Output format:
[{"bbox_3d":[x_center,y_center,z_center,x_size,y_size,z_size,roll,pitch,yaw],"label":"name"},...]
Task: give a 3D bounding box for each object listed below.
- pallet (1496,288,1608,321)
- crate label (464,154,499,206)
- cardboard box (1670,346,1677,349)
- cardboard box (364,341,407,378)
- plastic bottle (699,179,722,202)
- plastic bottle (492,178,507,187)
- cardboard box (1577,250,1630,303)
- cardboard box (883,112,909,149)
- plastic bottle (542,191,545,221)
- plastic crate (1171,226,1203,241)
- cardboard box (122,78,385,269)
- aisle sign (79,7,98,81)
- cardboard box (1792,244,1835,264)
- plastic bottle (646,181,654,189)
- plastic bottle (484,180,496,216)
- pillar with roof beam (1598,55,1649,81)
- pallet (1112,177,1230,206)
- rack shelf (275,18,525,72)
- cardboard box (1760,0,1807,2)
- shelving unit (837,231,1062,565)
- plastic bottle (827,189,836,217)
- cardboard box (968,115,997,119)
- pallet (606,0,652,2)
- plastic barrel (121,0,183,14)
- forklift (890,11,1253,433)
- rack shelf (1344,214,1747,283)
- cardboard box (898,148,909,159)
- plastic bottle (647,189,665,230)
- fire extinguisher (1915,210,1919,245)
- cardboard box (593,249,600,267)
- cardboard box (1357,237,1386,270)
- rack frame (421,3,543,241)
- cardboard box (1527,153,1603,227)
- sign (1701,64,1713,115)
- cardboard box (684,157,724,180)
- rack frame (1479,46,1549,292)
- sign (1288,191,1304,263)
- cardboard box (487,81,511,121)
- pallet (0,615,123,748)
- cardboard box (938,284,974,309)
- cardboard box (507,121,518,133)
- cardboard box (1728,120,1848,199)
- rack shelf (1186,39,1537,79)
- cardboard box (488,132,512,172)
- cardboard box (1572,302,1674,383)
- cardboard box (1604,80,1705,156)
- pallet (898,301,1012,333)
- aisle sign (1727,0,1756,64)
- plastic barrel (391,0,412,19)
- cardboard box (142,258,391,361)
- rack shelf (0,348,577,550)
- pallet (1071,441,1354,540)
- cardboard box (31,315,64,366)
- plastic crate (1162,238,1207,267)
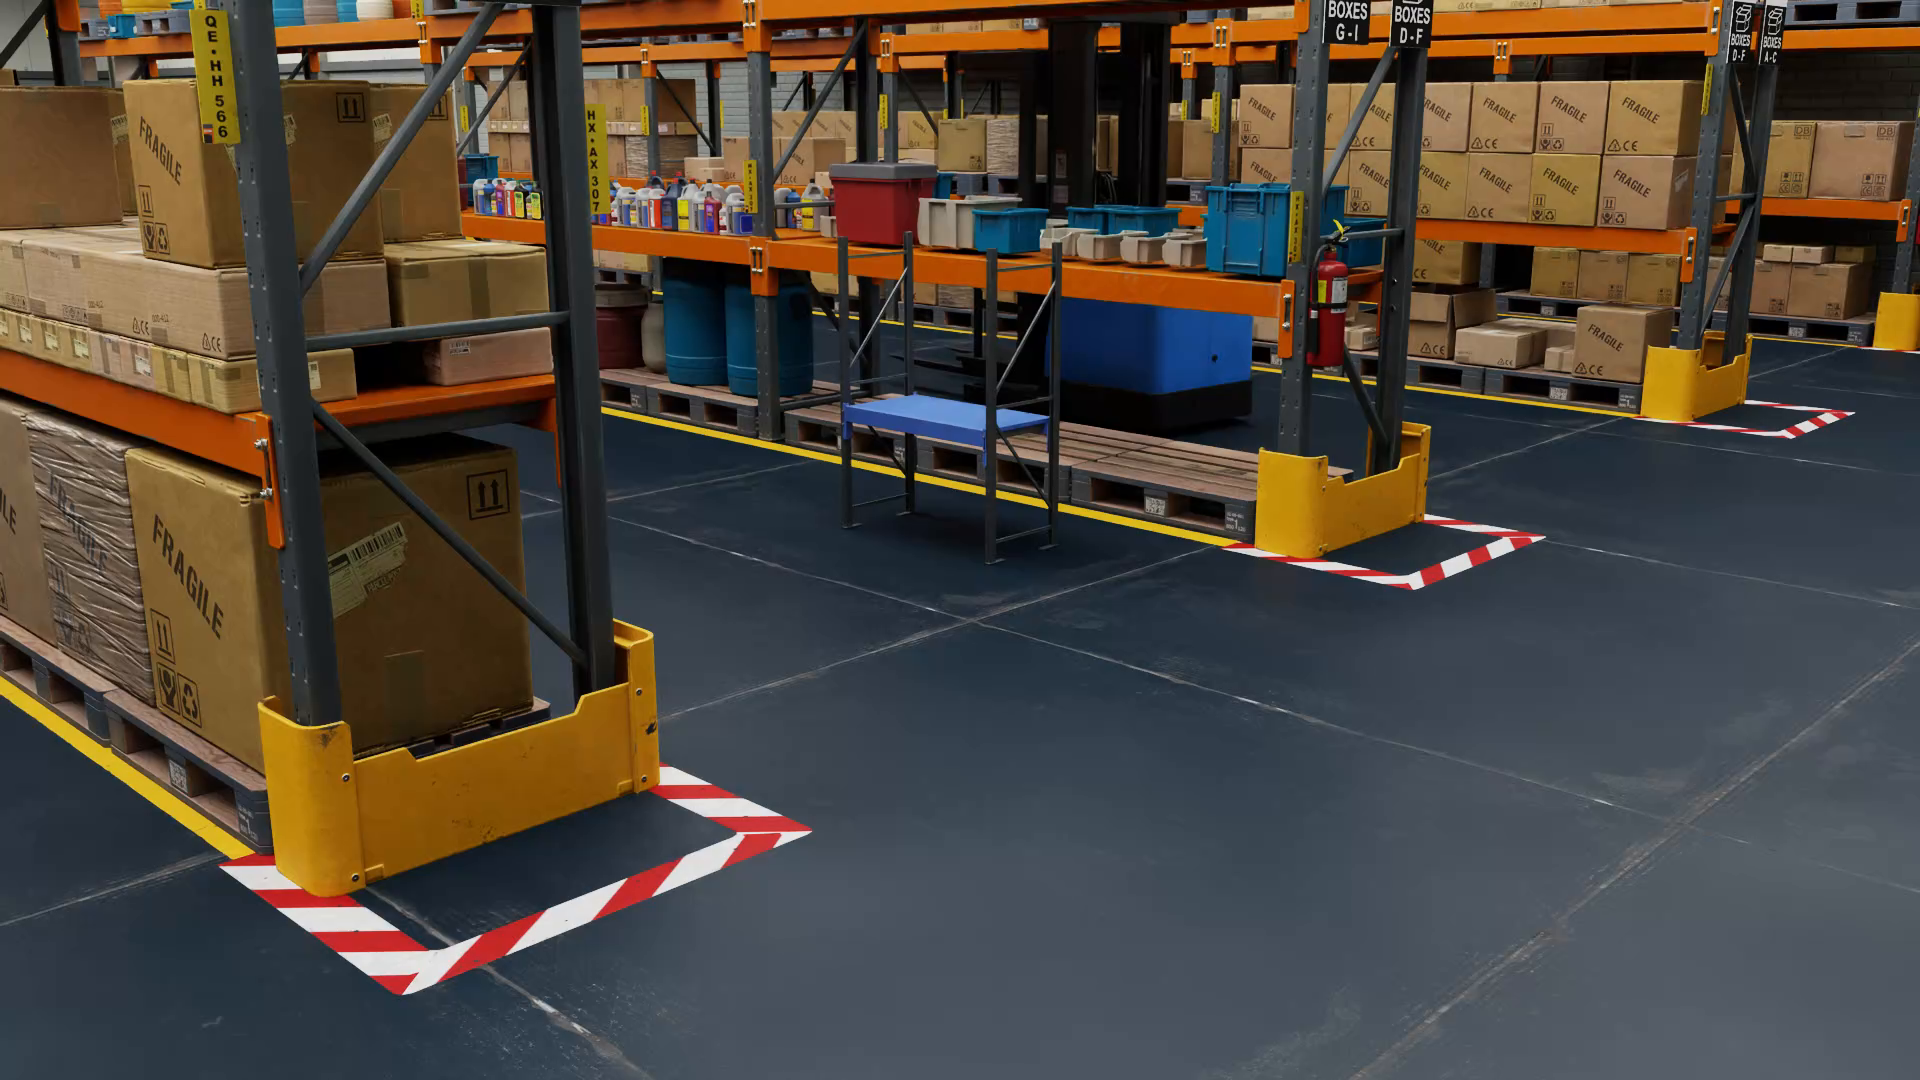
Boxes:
[{"bbox_3d":[6.434,-2.492,17.577,1.213,0.211,1.003,14,20,42],"label":"pallet"},{"bbox_3d":[-4.343,-3.130,14.427,0.616,0.435,0.502,14,20,42],"label":"crate label"},{"bbox_3d":[5.322,-1.358,12.475,0.250,0.149,0.380,14,20,42],"label":"cardboard box"},{"bbox_3d":[-1.706,-0.636,5.423,0.250,0.149,0.380,13,20,41],"label":"cardboard box"},{"bbox_3d":[-1.724,-2.294,11.385,0.185,0.351,0.144,14,20,42],"label":"plastic bottle"},{"bbox_3d":[-3.622,-2.724,13.182,0.135,0.276,0.152,14,20,42],"label":"plastic bottle"},{"bbox_3d":[6.767,-2.744,17.139,0.500,0.500,0.700,13,20,42],"label":"cardboard box"},{"bbox_3d":[-0.736,-5.802,23.519,0.500,0.500,0.500,14,20,42],"label":"cardboard box"},{"bbox_3d":[-3.068,-2.524,12.424,0.097,0.271,0.097,0,15,0],"label":"plastic bottle"},{"bbox_3d":[1.333,-1.685,9.352,0.298,0.136,0.250,14,20,42],"label":"plastic crate"},{"bbox_3d":[-2.027,-1.063,4.783,0.500,0.500,0.500,14,20,43],"label":"cardboard box"},{"bbox_3d":[-9.829,-5.508,18.466,0.004,0.787,0.394,14,20,42],"label":"aisle sign"},{"bbox_3d":[8.028,-2.690,15.644,0.250,0.149,0.380,13,20,42],"label":"cardboard box"},{"bbox_3d":[-2.372,-2.582,12.624,0.133,0.283,0.061,14,20,42],"label":"plastic bottle"},{"bbox_3d":[-3.664,-2.668,12.979,0.097,0.271,0.097,0,15,0],"label":"plastic bottle"},{"bbox_3d":[4.057,-6.145,14.168,0.400,9.000,9.100,14,20,42],"label":"pillar with roof beam"},{"bbox_3d":[2.006,-3.155,14.974,1.213,0.211,1.003,14,20,42],"label":"pallet"},{"bbox_3d":[-5.255,-4.344,14.632,4.000,0.370,1.077,14,20,42],"label":"rack shelf"},{"bbox_3d":[7.733,-5.090,15.335,0.500,0.250,0.500,13,19,40],"label":"cardboard box"},{"bbox_3d":[-0.061,-0.741,8.300,1.048,1.500,0.538,14,20,42],"label":"shelving unit"},{"bbox_3d":[-0.904,-2.275,11.447,0.133,0.283,0.061,14,20,42],"label":"plastic bottle"},{"bbox_3d":[0.525,-5.555,22.730,0.500,0.500,0.700,14,20,42],"label":"cardboard box"},{"bbox_3d":[-1.568,-3.670,10.993,1.003,0.211,1.213,14,20,42],"label":"pallet"},{"bbox_3d":[-8.665,-5.860,17.817,0.600,0.588,0.600,0,15,0],"label":"plastic barrel"},{"bbox_3d":[0.680,-2.432,11.954,1.130,2.935,3.031,-12,19,-39],"label":"forklift"},{"bbox_3d":[3.945,-2.391,13.085,4.000,0.370,1.077,14,20,42],"label":"rack shelf"},{"bbox_3d":[-0.722,-5.442,23.628,0.500,0.250,0.500,14,20,42],"label":"cardboard box"},{"bbox_3d":[-2.070,-2.293,11.528,0.135,0.276,0.152,14,20,42],"label":"plastic bottle"},{"bbox_3d":[8.609,-2.960,14.738,0.183,0.674,0.296,14,20,42],"label":"fire extinguisher"},{"bbox_3d":[-4.463,-3.577,20.832,0.500,0.250,0.500,14,20,42],"label":"cardboard box"},{"bbox_3d":[4.741,-3.397,18.950,0.750,0.750,0.750,-14,20,-43],"label":"cardboard box"},{"bbox_3d":[-3.815,-2.890,13.576,0.127,3.000,1.000,14,20,42],"label":"rack frame"},{"bbox_3d":[4.497,-2.556,12.095,0.500,0.500,0.500,14,20,43],"label":"cardboard box"},{"bbox_3d":[4.985,-3.005,11.092,0.005,0.325,0.100,14,20,42],"label":"sign"},{"bbox_3d":[-2.869,-4.338,19.429,0.500,0.250,0.500,-13,19,-41],"label":"cardboard box"},{"bbox_3d":[5.941,-3.989,17.791,0.127,3.000,1.000,14,20,42],"label":"rack frame"},{"bbox_3d":[1.574,-1.467,7.788,0.005,0.325,0.100,14,20,42],"label":"sign"},{"bbox_3d":[-5.768,-5.772,21.863,0.500,0.500,0.700,14,20,42],"label":"cardboard box"},{"bbox_3d":[-2.998,0.419,6.406,1.213,0.211,1.003,14,20,42],"label":"pallet"},{"bbox_3d":[0.136,-2.570,16.431,0.500,0.500,0.500,13,19,40],"label":"cardboard box"},{"bbox_3d":[-5.630,-5.354,21.545,0.250,0.149,0.380,14,20,42],"label":"cardboard box"},{"bbox_3d":[7.915,-3.646,15.883,0.700,0.700,0.980,13,20,42],"label":"cardboard box"},{"bbox_3d":[4.501,-5.442,18.846,4.000,0.370,1.077,14,20,42],"label":"rack shelf"},{"bbox_3d":[-5.806,-5.153,22.062,0.500,0.500,0.700,14,20,42],"label":"cardboard box"},{"bbox_3d":[4.822,-1.442,12.104,0.500,0.500,0.500,14,20,42],"label":"cardboard box"},{"bbox_3d":[4.873,-2.949,11.619,0.500,0.500,0.500,13,20,42],"label":"cardboard box"},{"bbox_3d":[0.137,-2.302,16.848,1.213,0.211,1.003,14,20,42],"label":"pallet"},{"bbox_3d":[5.221,-3.579,11.064,0.004,0.787,0.394,14,20,42],"label":"aisle sign"},{"bbox_3d":[-4.727,-4.847,14.286,0.708,0.830,0.600,14,20,42],"label":"plastic barrel"},{"bbox_3d":[-2.027,-0.699,4.874,0.500,0.250,0.500,13,20,41],"label":"cardboard box"},{"bbox_3d":[-2.934,-0.593,6.186,4.000,0.370,1.077,14,20,42],"label":"rack shelf"},{"bbox_3d":[1.377,-0.292,9.135,1.213,0.211,1.003,14,20,42],"label":"pallet"},{"bbox_3d":[-2.902,-0.696,5.652,0.250,0.149,0.380,14,20,42],"label":"cardboard box"},{"bbox_3d":[1.231,-1.502,8.650,0.243,0.136,0.396,14,20,42],"label":"plastic crate"}]
